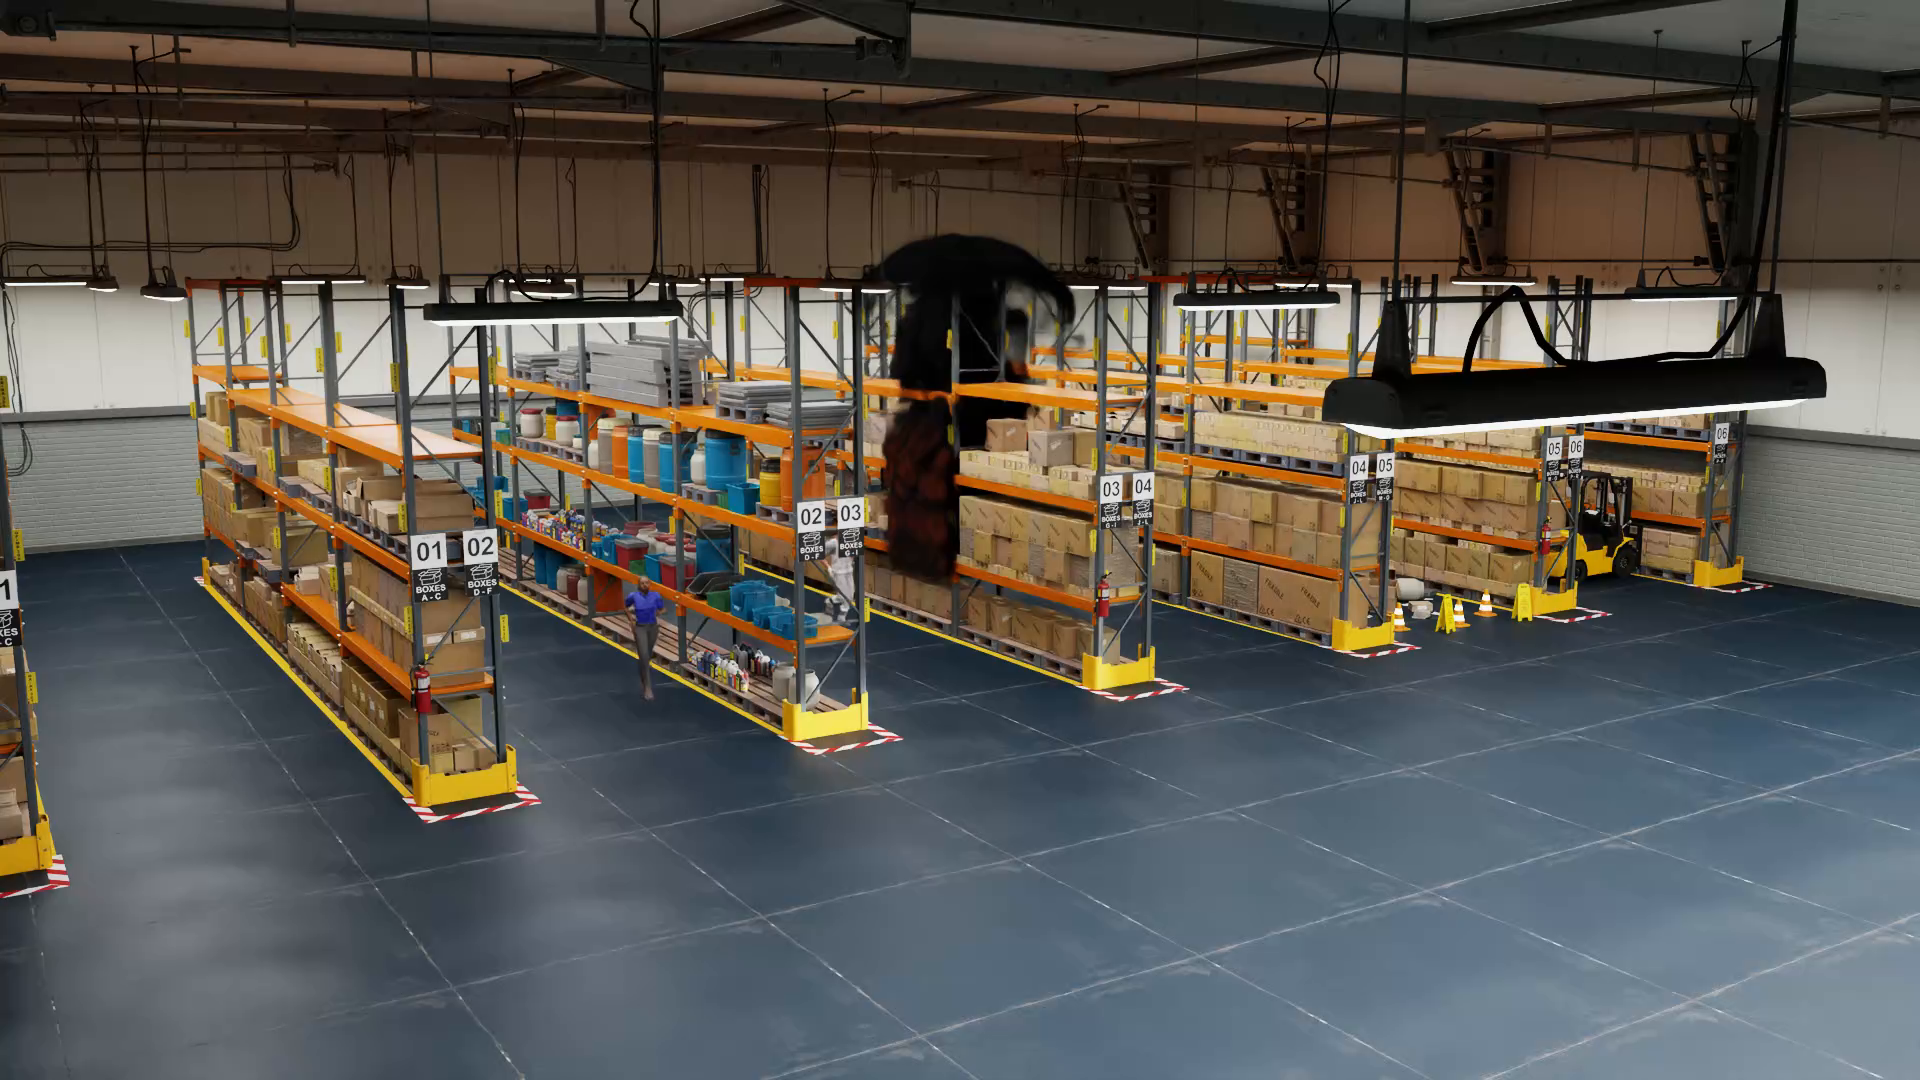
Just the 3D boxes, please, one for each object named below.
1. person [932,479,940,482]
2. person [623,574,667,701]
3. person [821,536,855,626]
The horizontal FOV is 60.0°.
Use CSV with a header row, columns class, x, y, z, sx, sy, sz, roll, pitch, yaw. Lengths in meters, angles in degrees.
class,x,y,z,sx,sy,sz,roll,pitch,yaw
person,-0.489,-0.505,35.423,0.724,1.725,0.803,-6,11,-30
person,-4.410,1.348,23.446,0.553,1.694,0.745,-5,11,-28
person,-1.978,0.562,27.690,0.600,1.749,0.658,9,13,43
